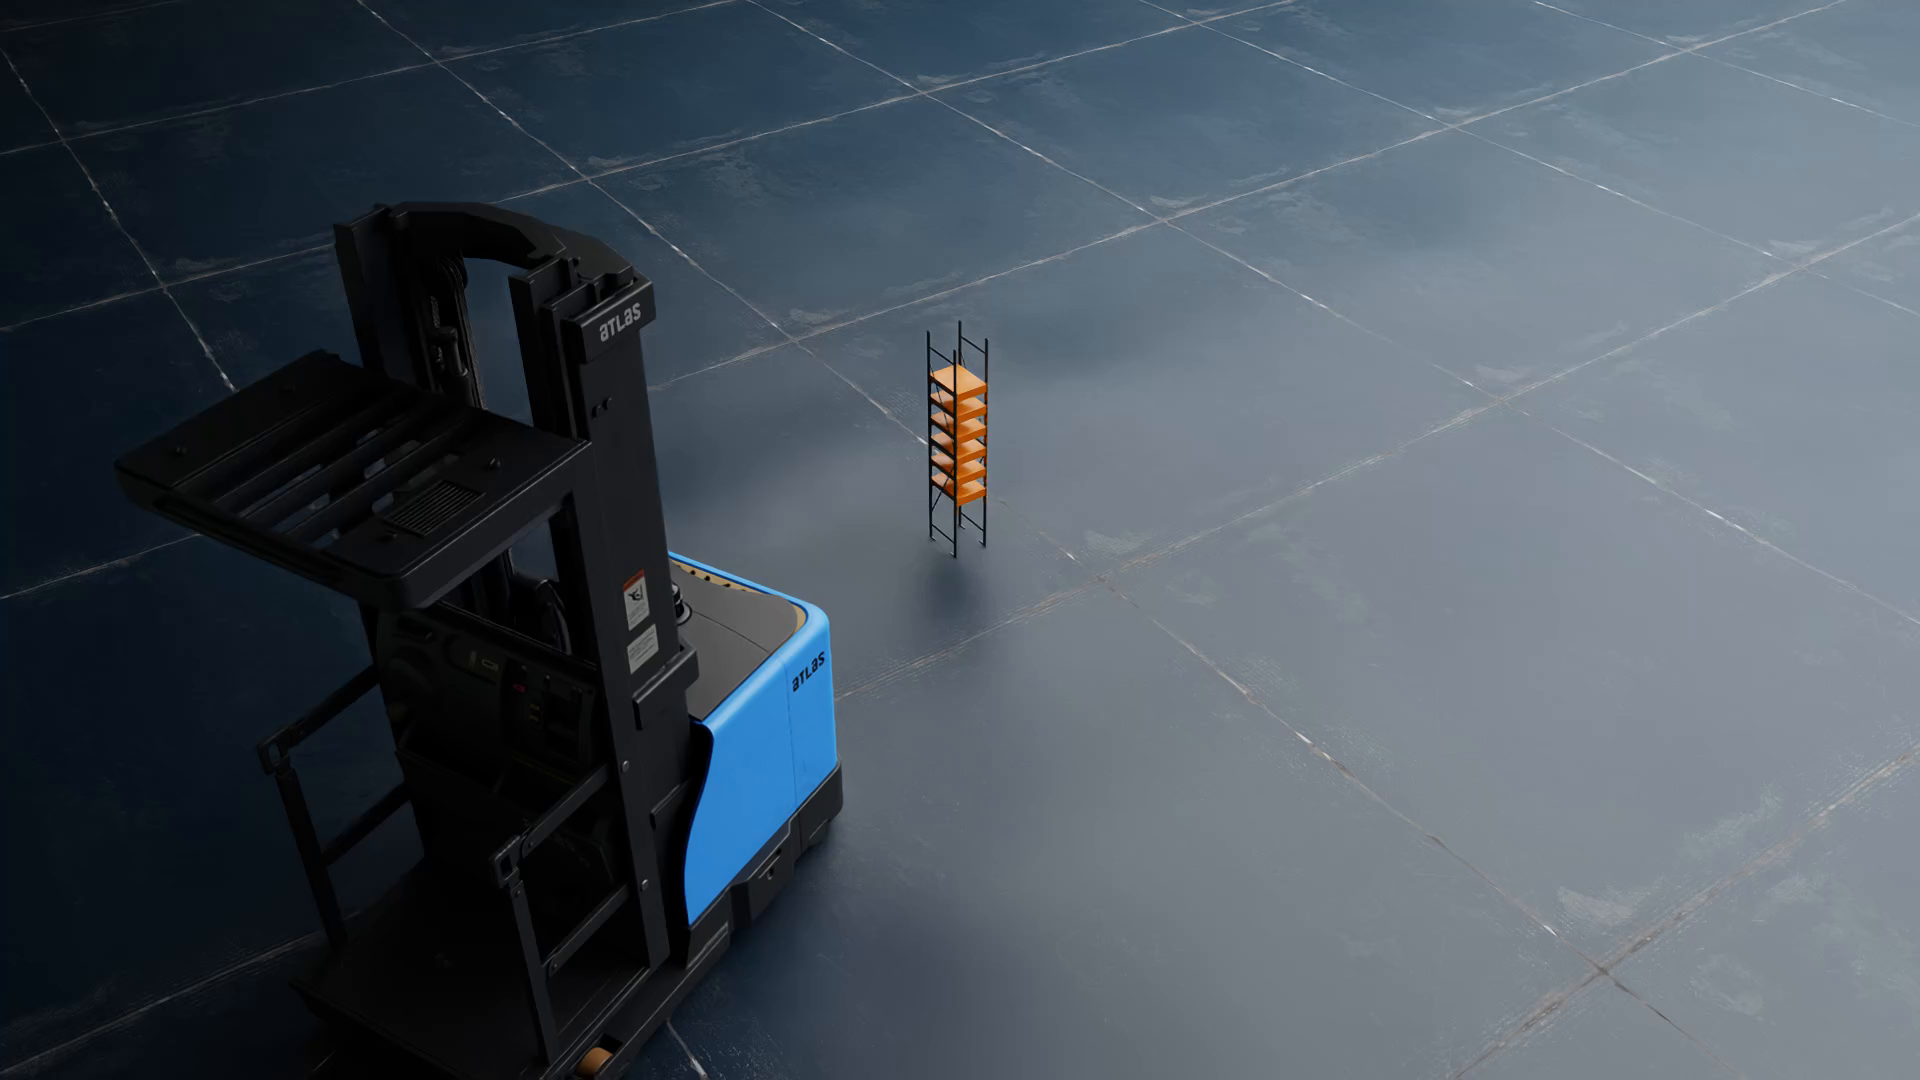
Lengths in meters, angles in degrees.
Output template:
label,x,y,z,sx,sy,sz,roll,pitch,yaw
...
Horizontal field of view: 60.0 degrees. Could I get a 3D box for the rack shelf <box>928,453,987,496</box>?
label,x,y,z,sx,sy,sz,roll,pitch,yaw
rack shelf,-0.012,-0.349,8.302,0.180,0.103,0.258,-22,41,-28

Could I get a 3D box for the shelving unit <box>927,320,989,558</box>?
label,x,y,z,sx,sy,sz,roll,pitch,yaw
shelving unit,-0.012,-0.482,8.206,0.189,1.200,0.258,-22,41,-28

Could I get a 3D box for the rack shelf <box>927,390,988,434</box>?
label,x,y,z,sx,sy,sz,roll,pitch,yaw
rack shelf,-0.012,-0.641,8.092,0.180,0.103,0.258,-22,41,-28

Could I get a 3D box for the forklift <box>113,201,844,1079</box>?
label,x,y,z,sx,sy,sz,roll,pitch,yaw
forklift,-1.658,0.553,5.285,1.130,2.935,3.031,19,40,24

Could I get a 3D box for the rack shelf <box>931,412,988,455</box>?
label,x,y,z,sx,sy,sz,roll,pitch,yaw
rack shelf,-0.012,-0.544,8.162,0.180,0.103,0.258,-22,41,-28

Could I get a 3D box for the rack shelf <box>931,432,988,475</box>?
label,x,y,z,sx,sy,sz,roll,pitch,yaw
rack shelf,-0.012,-0.446,8.232,0.180,0.103,0.258,-22,41,-28

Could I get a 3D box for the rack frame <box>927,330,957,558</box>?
label,x,y,z,sx,sy,sz,roll,pitch,yaw
rack frame,-0.087,-0.451,8.163,0.006,1.200,0.240,-22,41,-28

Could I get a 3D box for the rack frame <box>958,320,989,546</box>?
label,x,y,z,sx,sy,sz,roll,pitch,yaw
rack frame,0.063,-0.513,8.249,0.006,1.200,0.240,-22,41,-28

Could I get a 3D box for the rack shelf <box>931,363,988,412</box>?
label,x,y,z,sx,sy,sz,roll,pitch,yaw
rack shelf,-0.012,-0.738,8.022,0.180,0.103,0.258,-22,41,-28

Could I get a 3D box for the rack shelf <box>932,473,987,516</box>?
label,x,y,z,sx,sy,sz,roll,pitch,yaw
rack shelf,-0.012,-0.251,8.372,0.180,0.103,0.258,-22,41,-28
